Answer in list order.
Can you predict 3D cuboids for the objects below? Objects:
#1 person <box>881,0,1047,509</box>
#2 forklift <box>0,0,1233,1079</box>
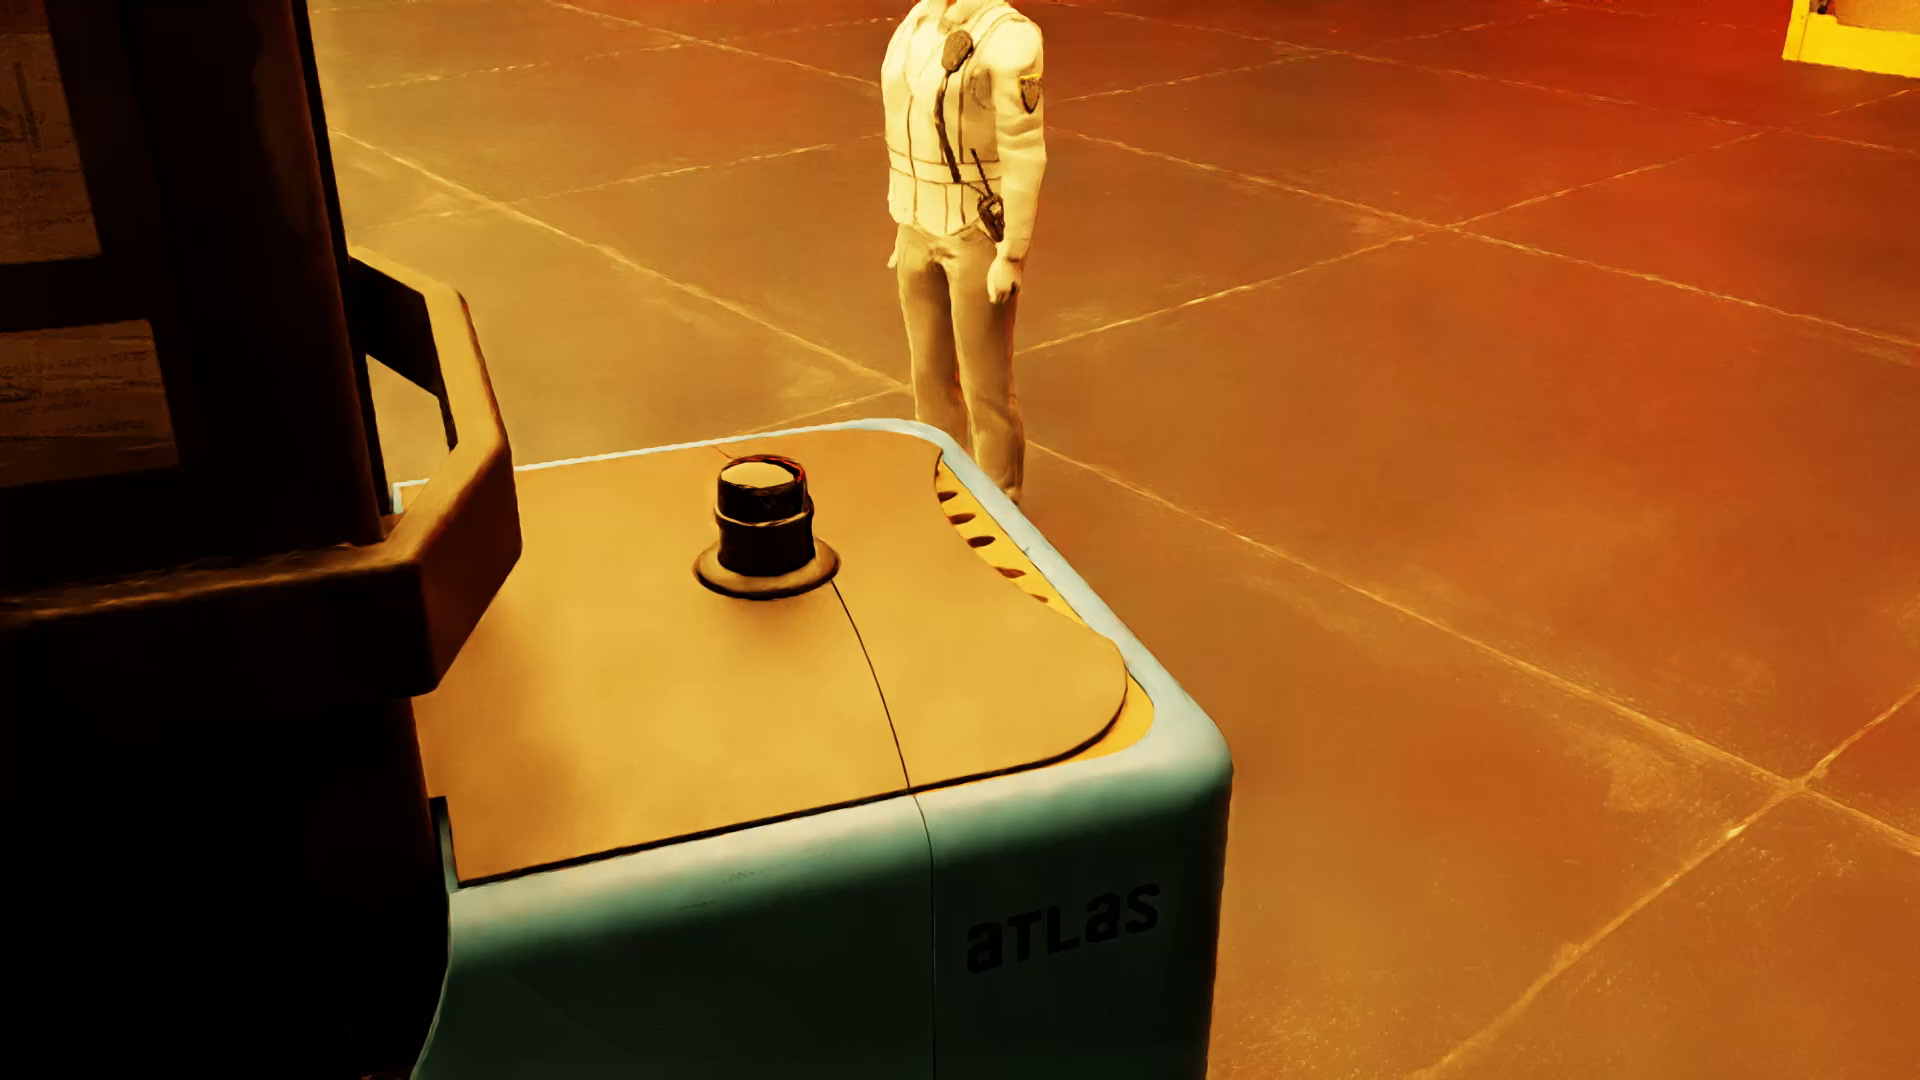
[{"bbox_3d":[-0.011,-0.748,4.118,0.336,1.686,0.462,-20,33,-35],"label":"person"},{"bbox_3d":[-1.276,-0.124,1.452,3.031,2.935,1.130,-9,28,-18],"label":"forklift"}]
